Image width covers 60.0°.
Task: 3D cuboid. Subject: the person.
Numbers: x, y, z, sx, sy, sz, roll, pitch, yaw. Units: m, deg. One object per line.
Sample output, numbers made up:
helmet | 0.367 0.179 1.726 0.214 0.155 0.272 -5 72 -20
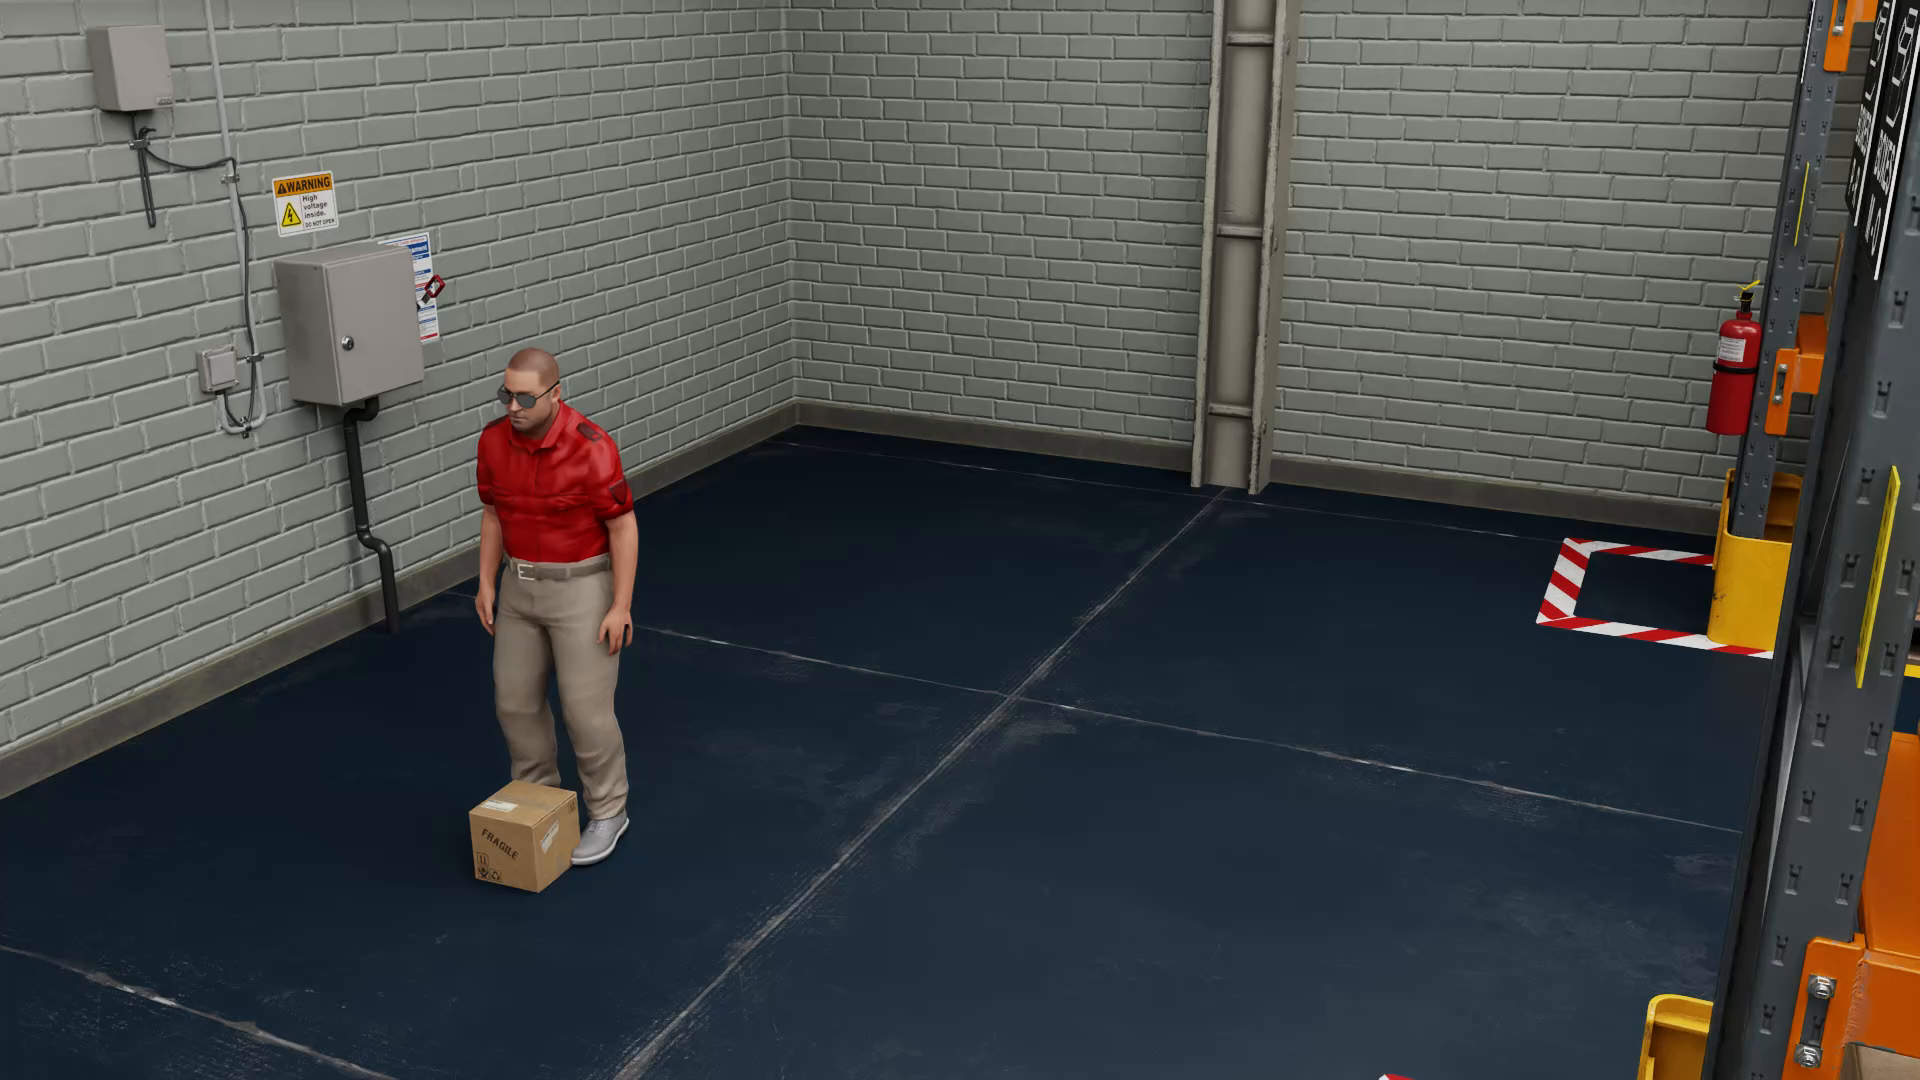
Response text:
person | -1.343 0.204 5.493 0.594 1.725 0.402 7 20 20
